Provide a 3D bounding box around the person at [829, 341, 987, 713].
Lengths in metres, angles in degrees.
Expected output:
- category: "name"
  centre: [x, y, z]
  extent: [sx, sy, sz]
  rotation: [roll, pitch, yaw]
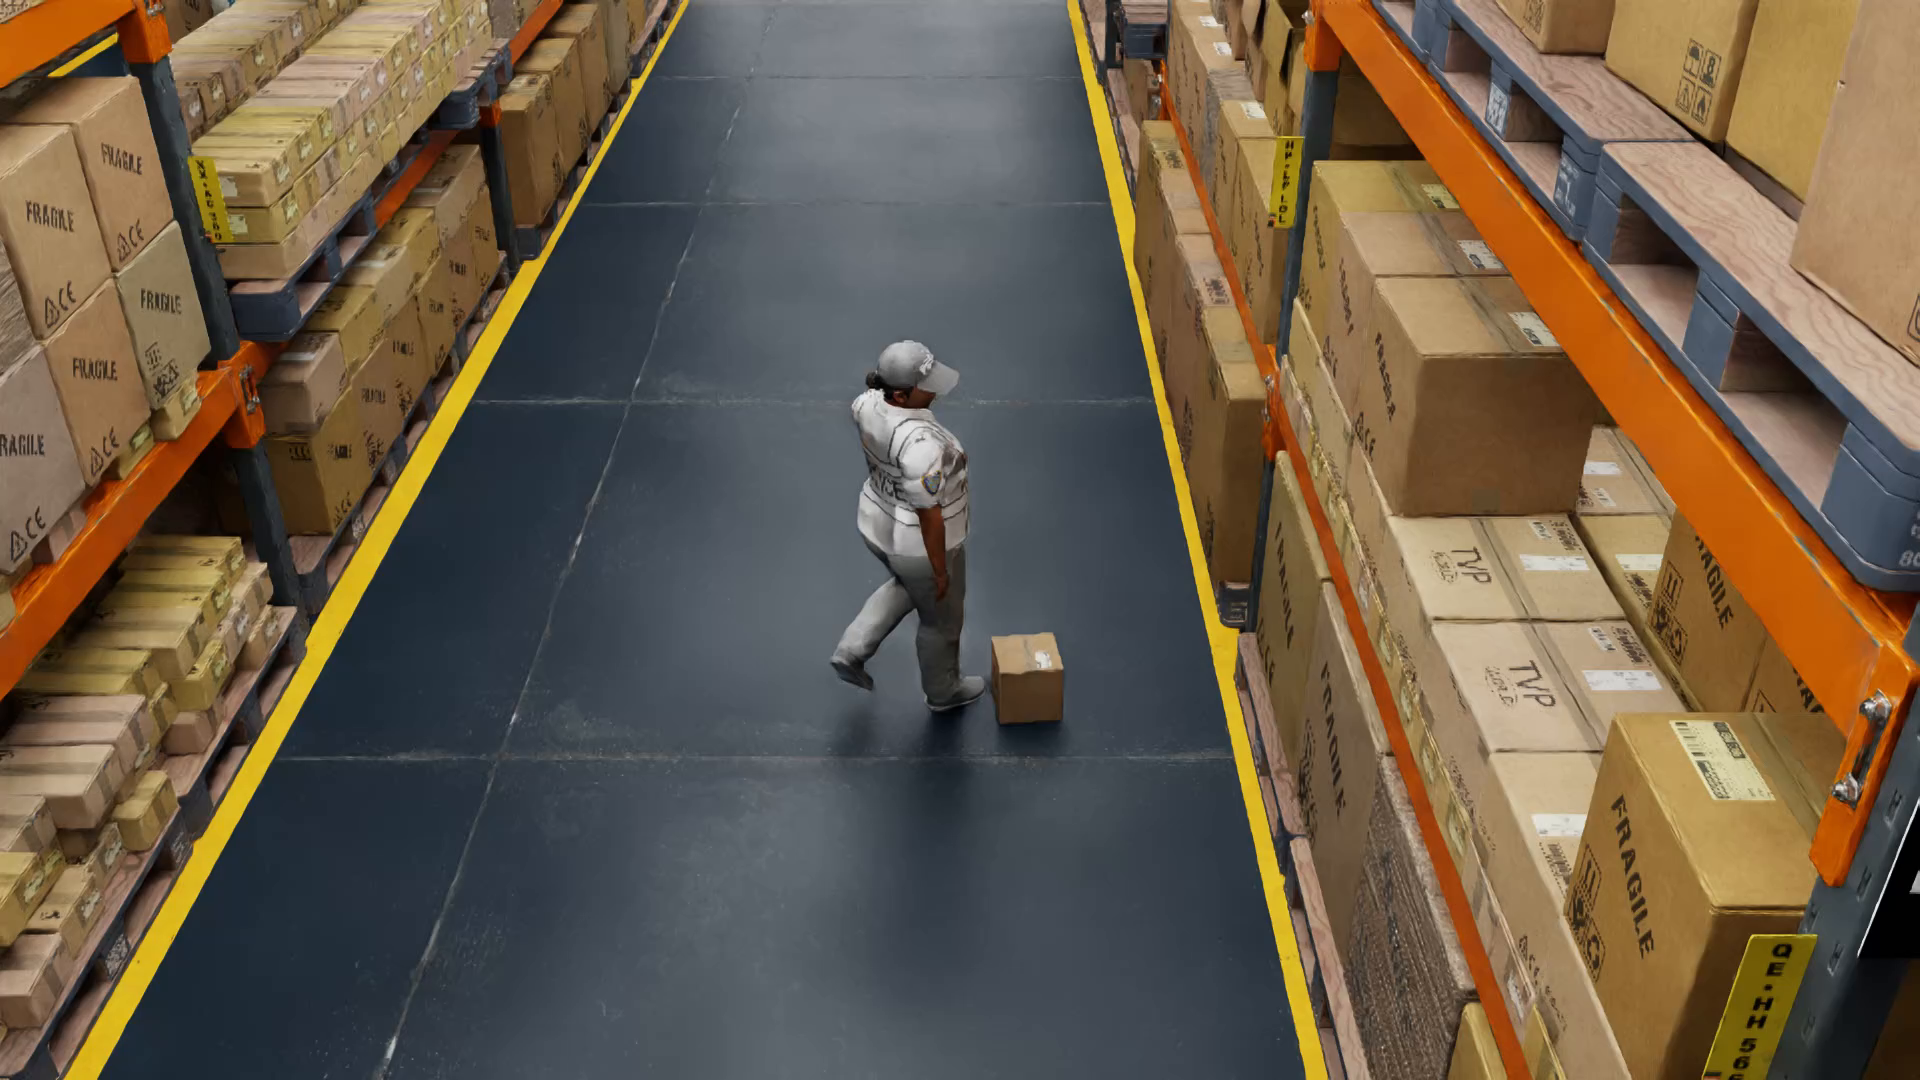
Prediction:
- category: "person"
  centre: [-0.161, -0.014, 6.170]
  extent: [0.637, 1.664, 0.523]
  rotation: [-19, 37, -28]
